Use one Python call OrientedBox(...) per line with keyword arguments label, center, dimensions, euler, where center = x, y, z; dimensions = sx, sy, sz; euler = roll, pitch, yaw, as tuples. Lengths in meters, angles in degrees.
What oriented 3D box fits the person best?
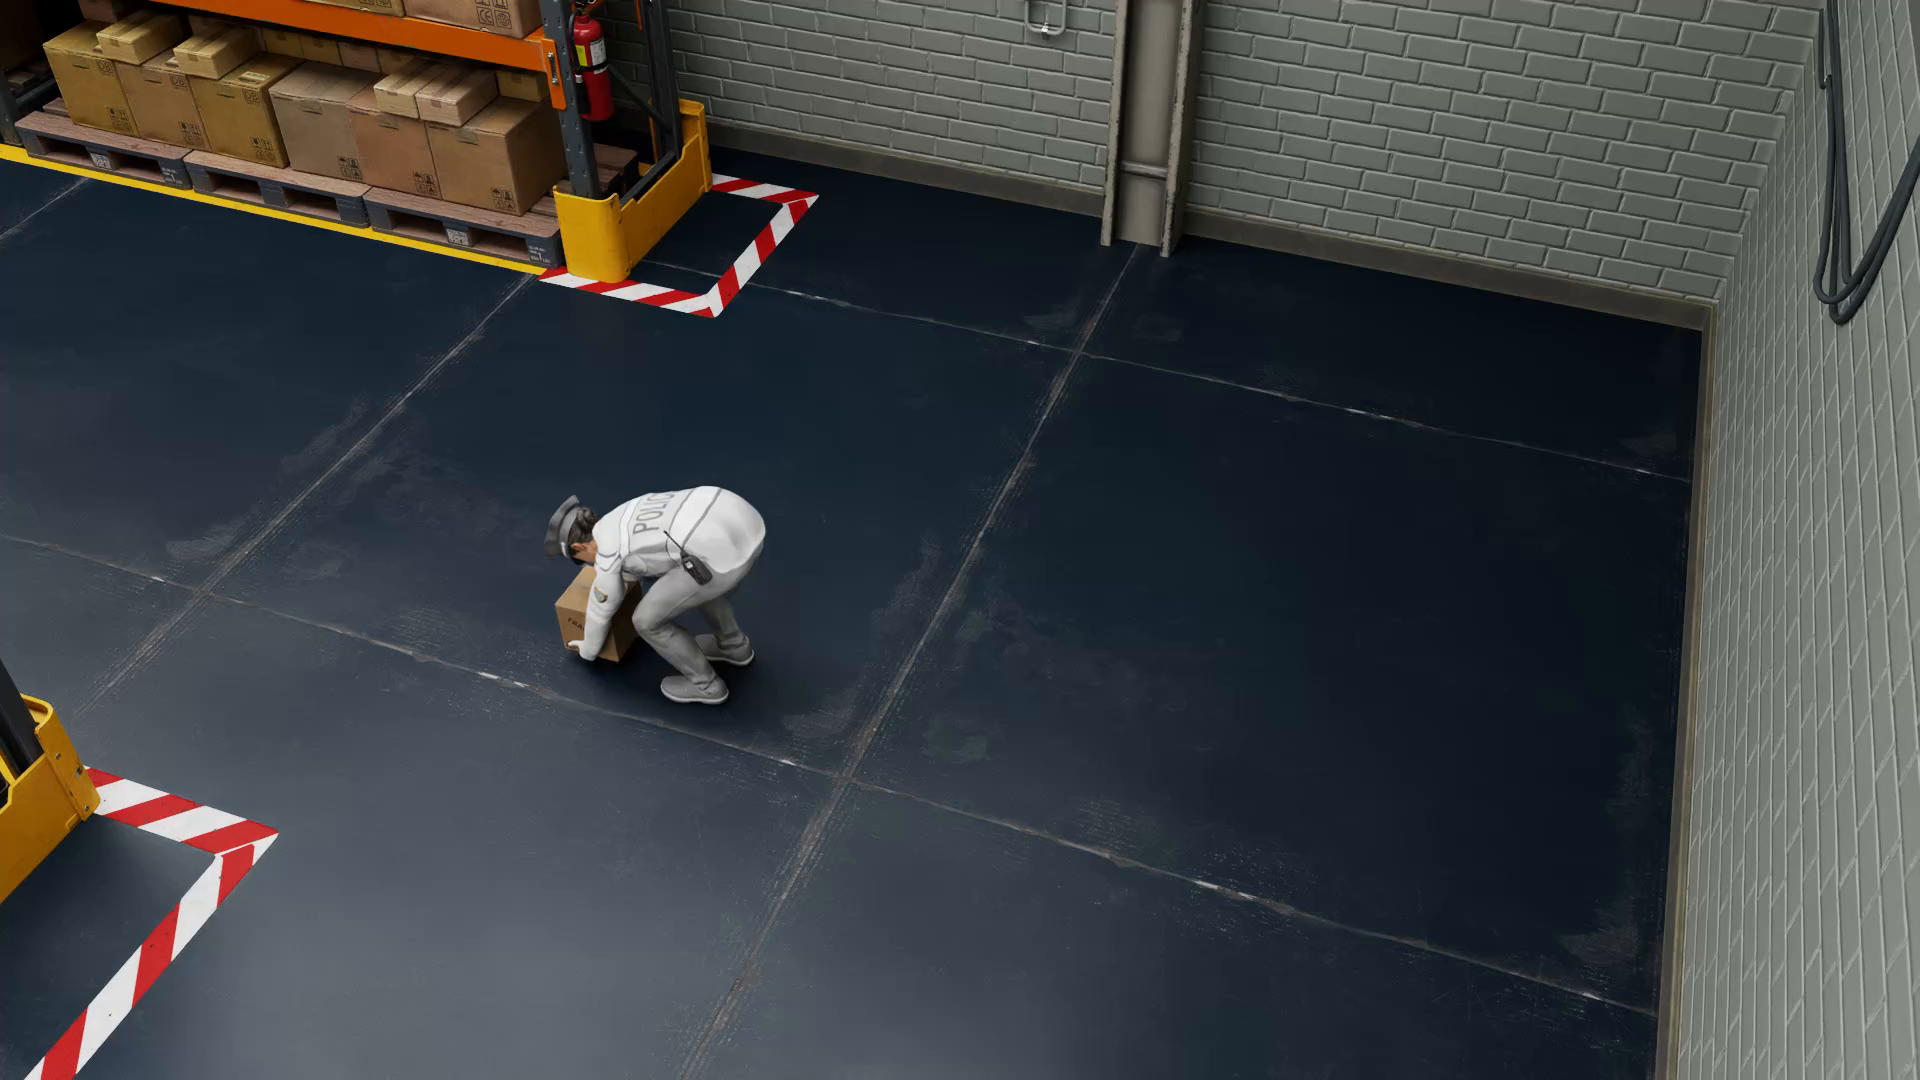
OrientedBox(label="person", center=(-1.178, 0.175, 6.523), dimensions=(0.882, 0.919, 0.457), euler=(12, 43, 13))
